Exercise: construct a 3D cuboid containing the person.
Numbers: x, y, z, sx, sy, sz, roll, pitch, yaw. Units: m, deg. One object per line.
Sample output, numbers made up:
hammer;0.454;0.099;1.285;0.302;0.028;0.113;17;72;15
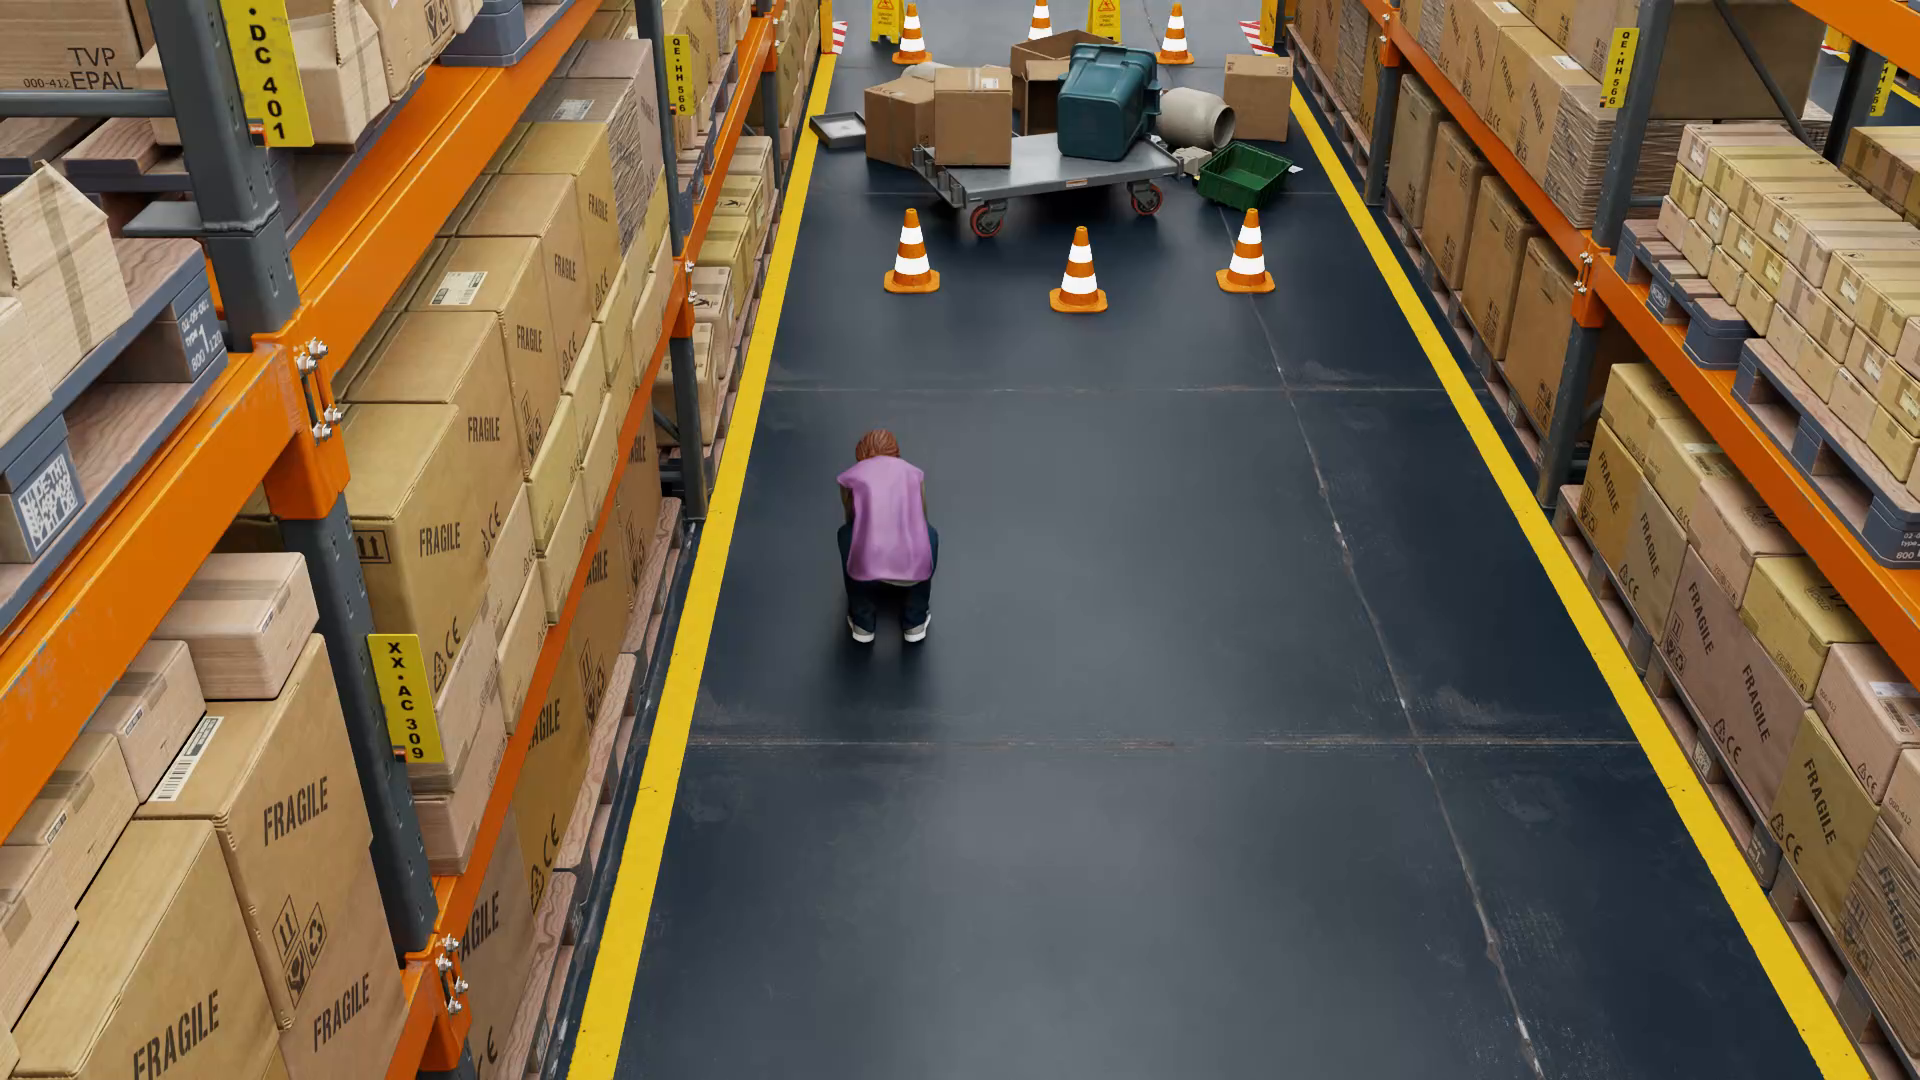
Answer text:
person;-0.305;0.021;7.000;0.427;0.734;0.847;-1;32;-1
